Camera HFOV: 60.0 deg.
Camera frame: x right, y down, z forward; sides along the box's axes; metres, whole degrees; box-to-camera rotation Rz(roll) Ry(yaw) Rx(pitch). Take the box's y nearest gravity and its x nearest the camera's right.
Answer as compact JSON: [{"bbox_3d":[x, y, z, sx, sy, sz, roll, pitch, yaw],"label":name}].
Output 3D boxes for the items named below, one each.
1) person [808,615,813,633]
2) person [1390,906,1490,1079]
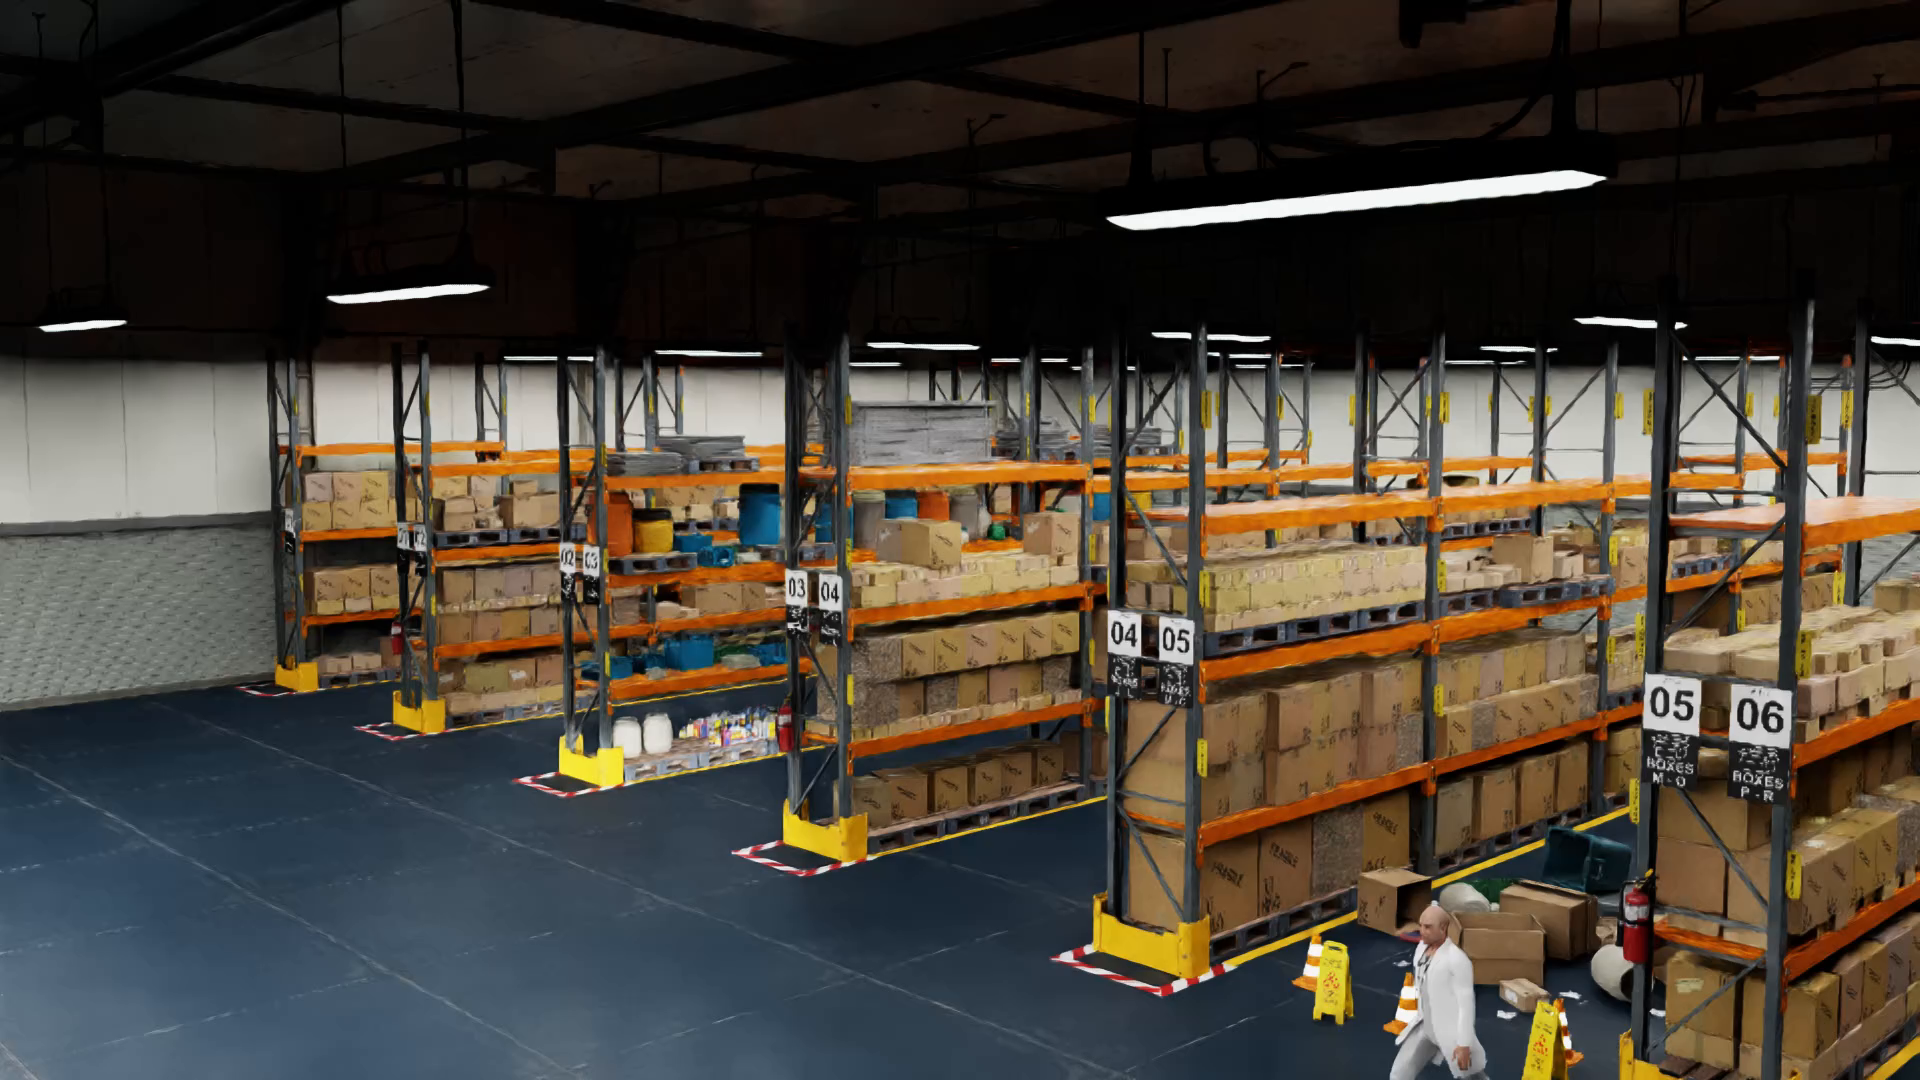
[{"bbox_3d":[-3.133,1.439,33.127,0.677,1.742,0.552,5,7,45],"label":"person"},{"bbox_3d":[3.317,3.330,11.327,1.044,1.722,0.627,-2,5,-24],"label":"person"}]
